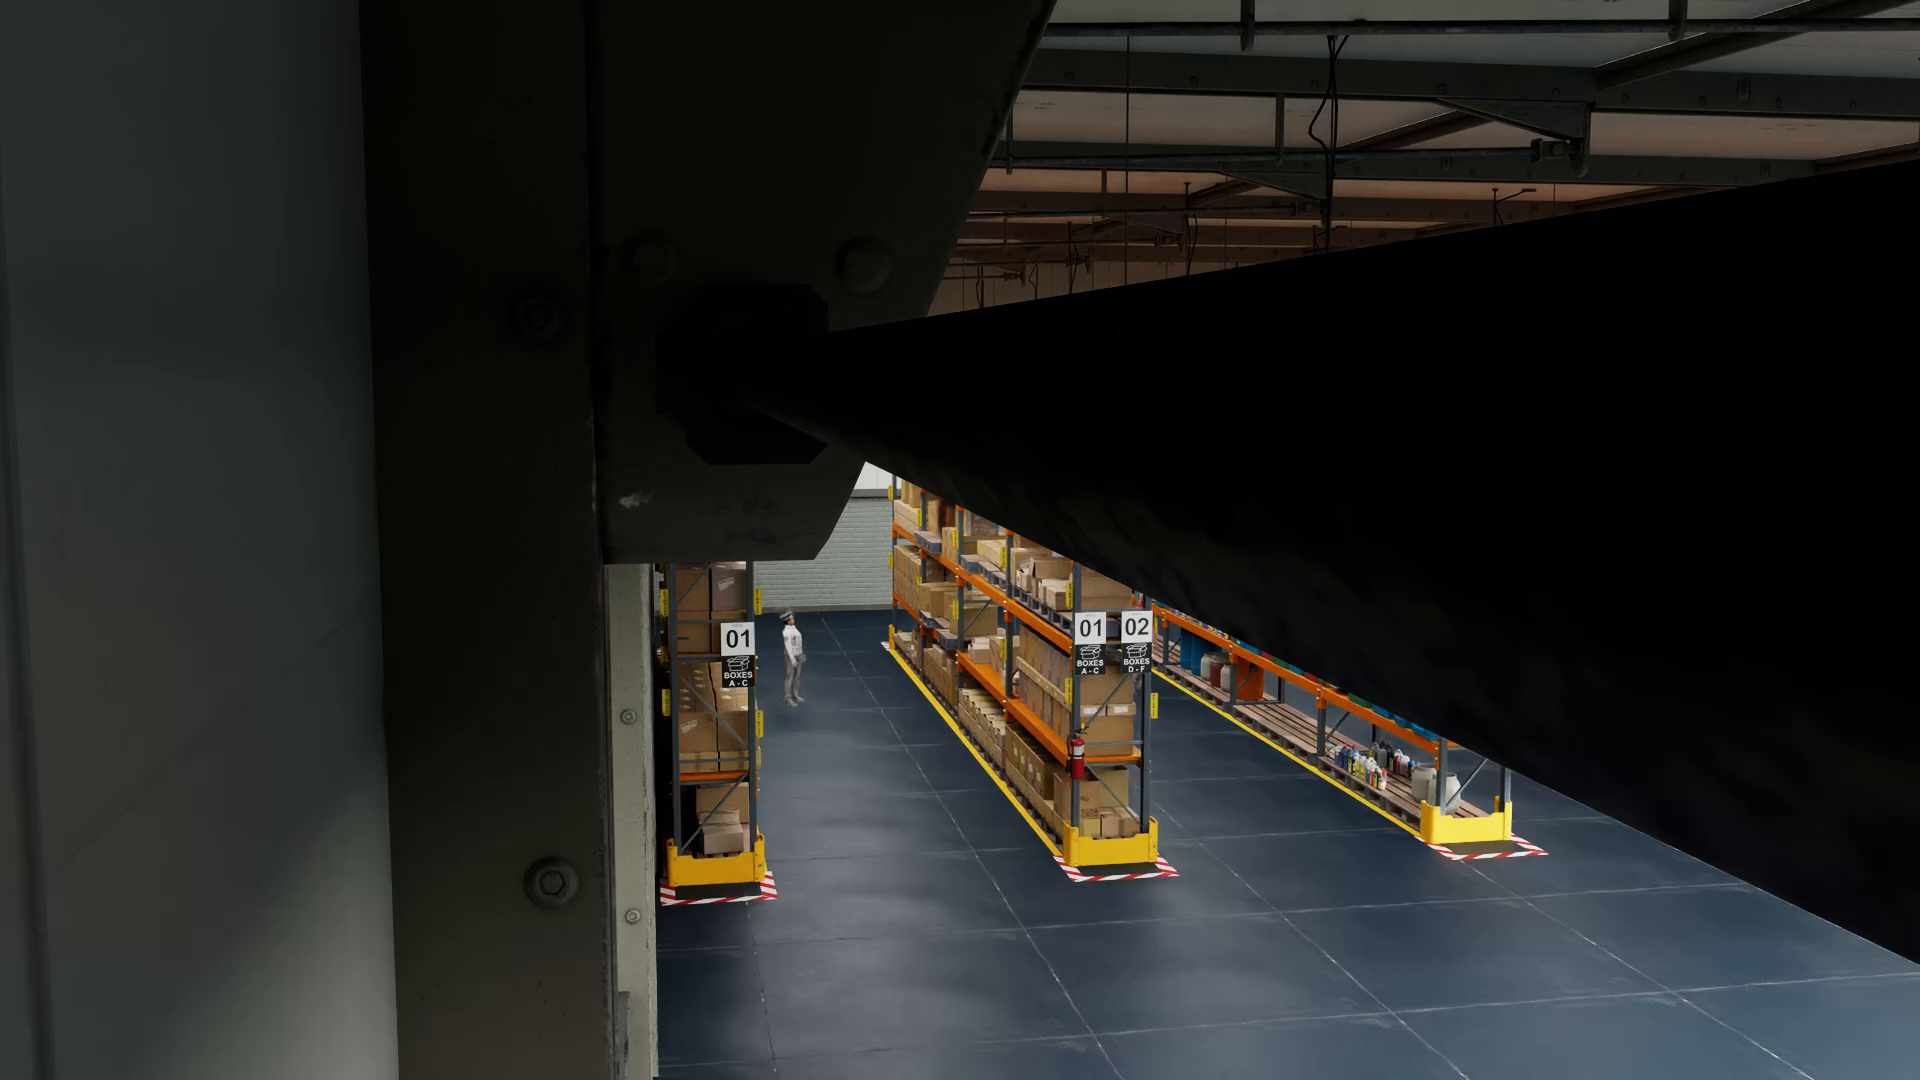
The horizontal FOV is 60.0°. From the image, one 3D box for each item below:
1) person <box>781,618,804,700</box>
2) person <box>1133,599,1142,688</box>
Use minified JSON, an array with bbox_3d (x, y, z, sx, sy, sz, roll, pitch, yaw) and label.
[{"bbox_3d":[-3.025,2.099,30.141,0.343,1.578,0.534,3,7,29],"label":"person"},{"bbox_3d":[3.430,1.957,31.787,0.374,1.675,0.440,-6,9,-44],"label":"person"}]
